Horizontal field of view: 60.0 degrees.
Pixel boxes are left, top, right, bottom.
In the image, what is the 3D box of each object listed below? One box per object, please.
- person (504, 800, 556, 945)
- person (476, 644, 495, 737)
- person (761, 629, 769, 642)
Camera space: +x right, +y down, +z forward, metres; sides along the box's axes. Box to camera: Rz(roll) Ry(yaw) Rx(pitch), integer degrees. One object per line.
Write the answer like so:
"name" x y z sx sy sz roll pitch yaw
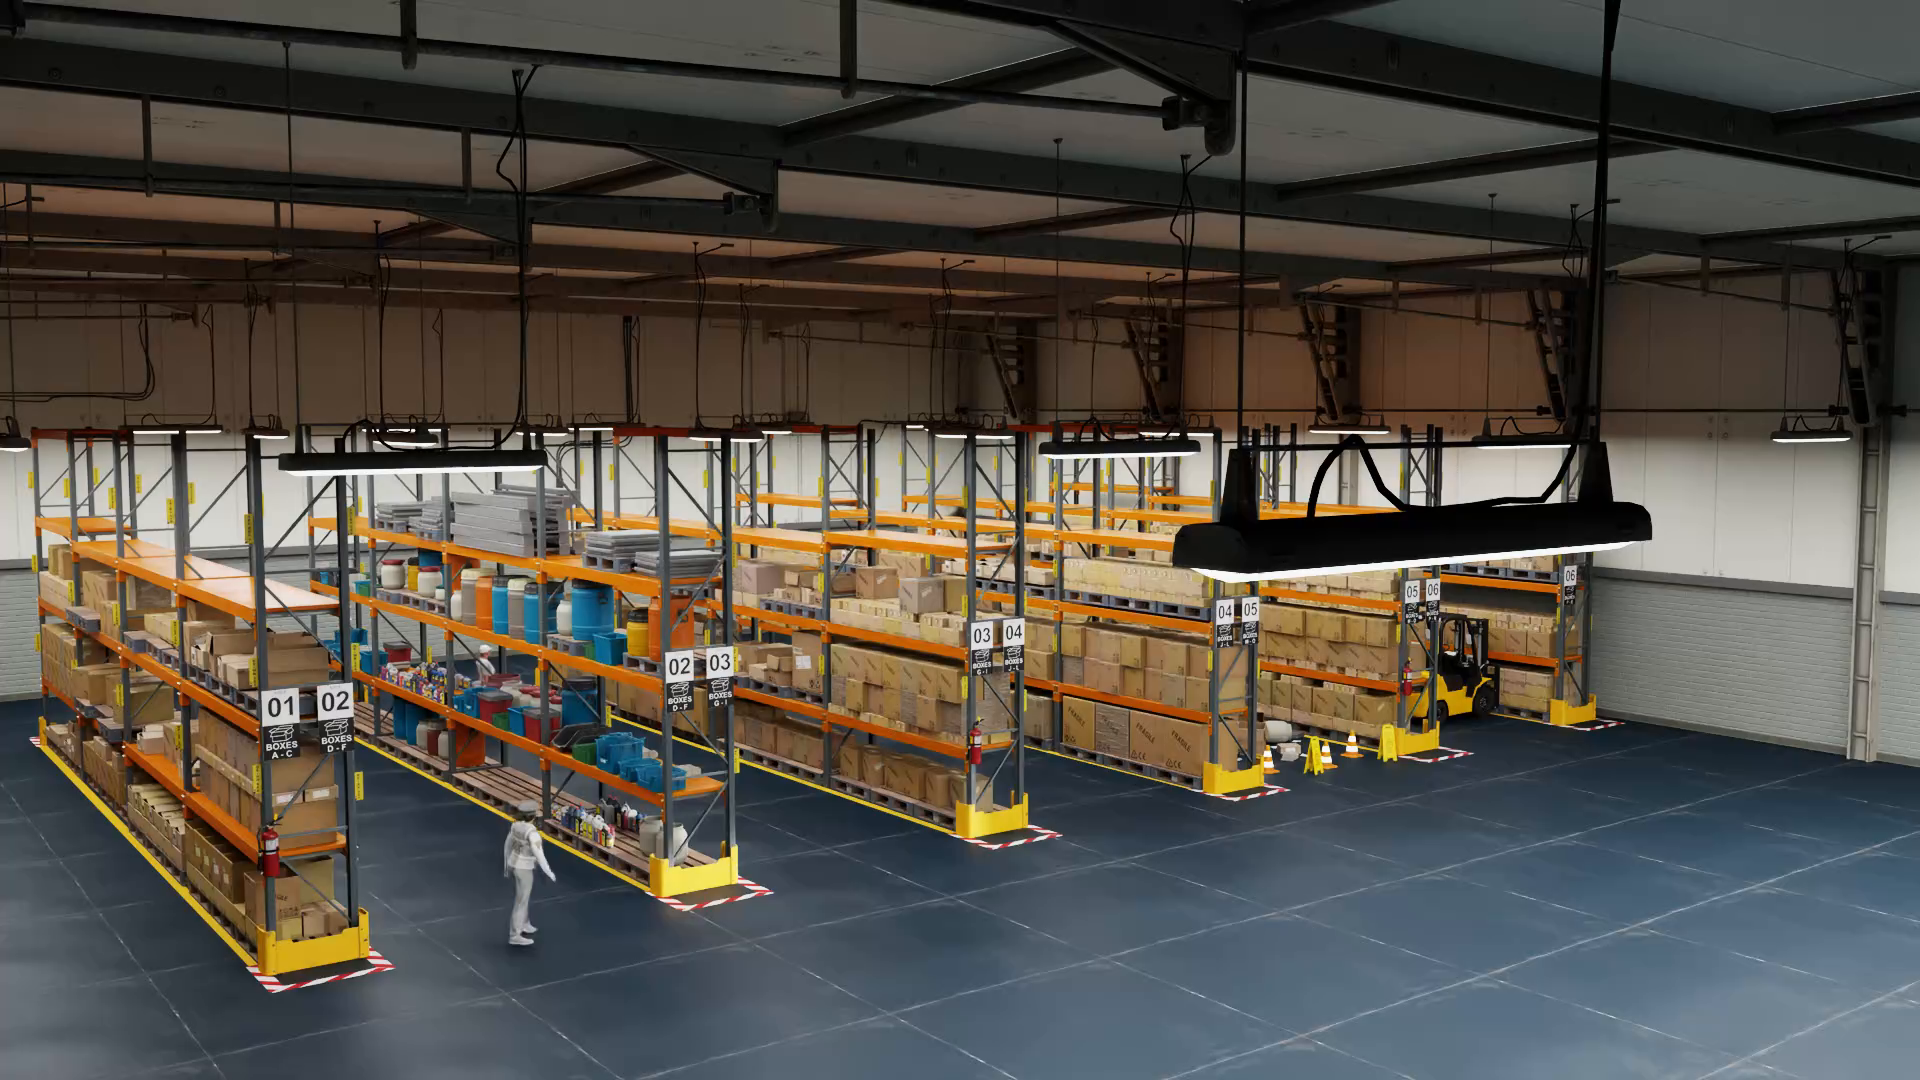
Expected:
"person" -5.192 3.958 19.850 0.571 1.699 0.601 -4 6 -40
"person" -9.084 2.909 32.281 0.594 1.788 0.597 -1 5 -7
"person" -5.282 1.969 45.261 0.531 1.667 0.344 -2 5 -19
